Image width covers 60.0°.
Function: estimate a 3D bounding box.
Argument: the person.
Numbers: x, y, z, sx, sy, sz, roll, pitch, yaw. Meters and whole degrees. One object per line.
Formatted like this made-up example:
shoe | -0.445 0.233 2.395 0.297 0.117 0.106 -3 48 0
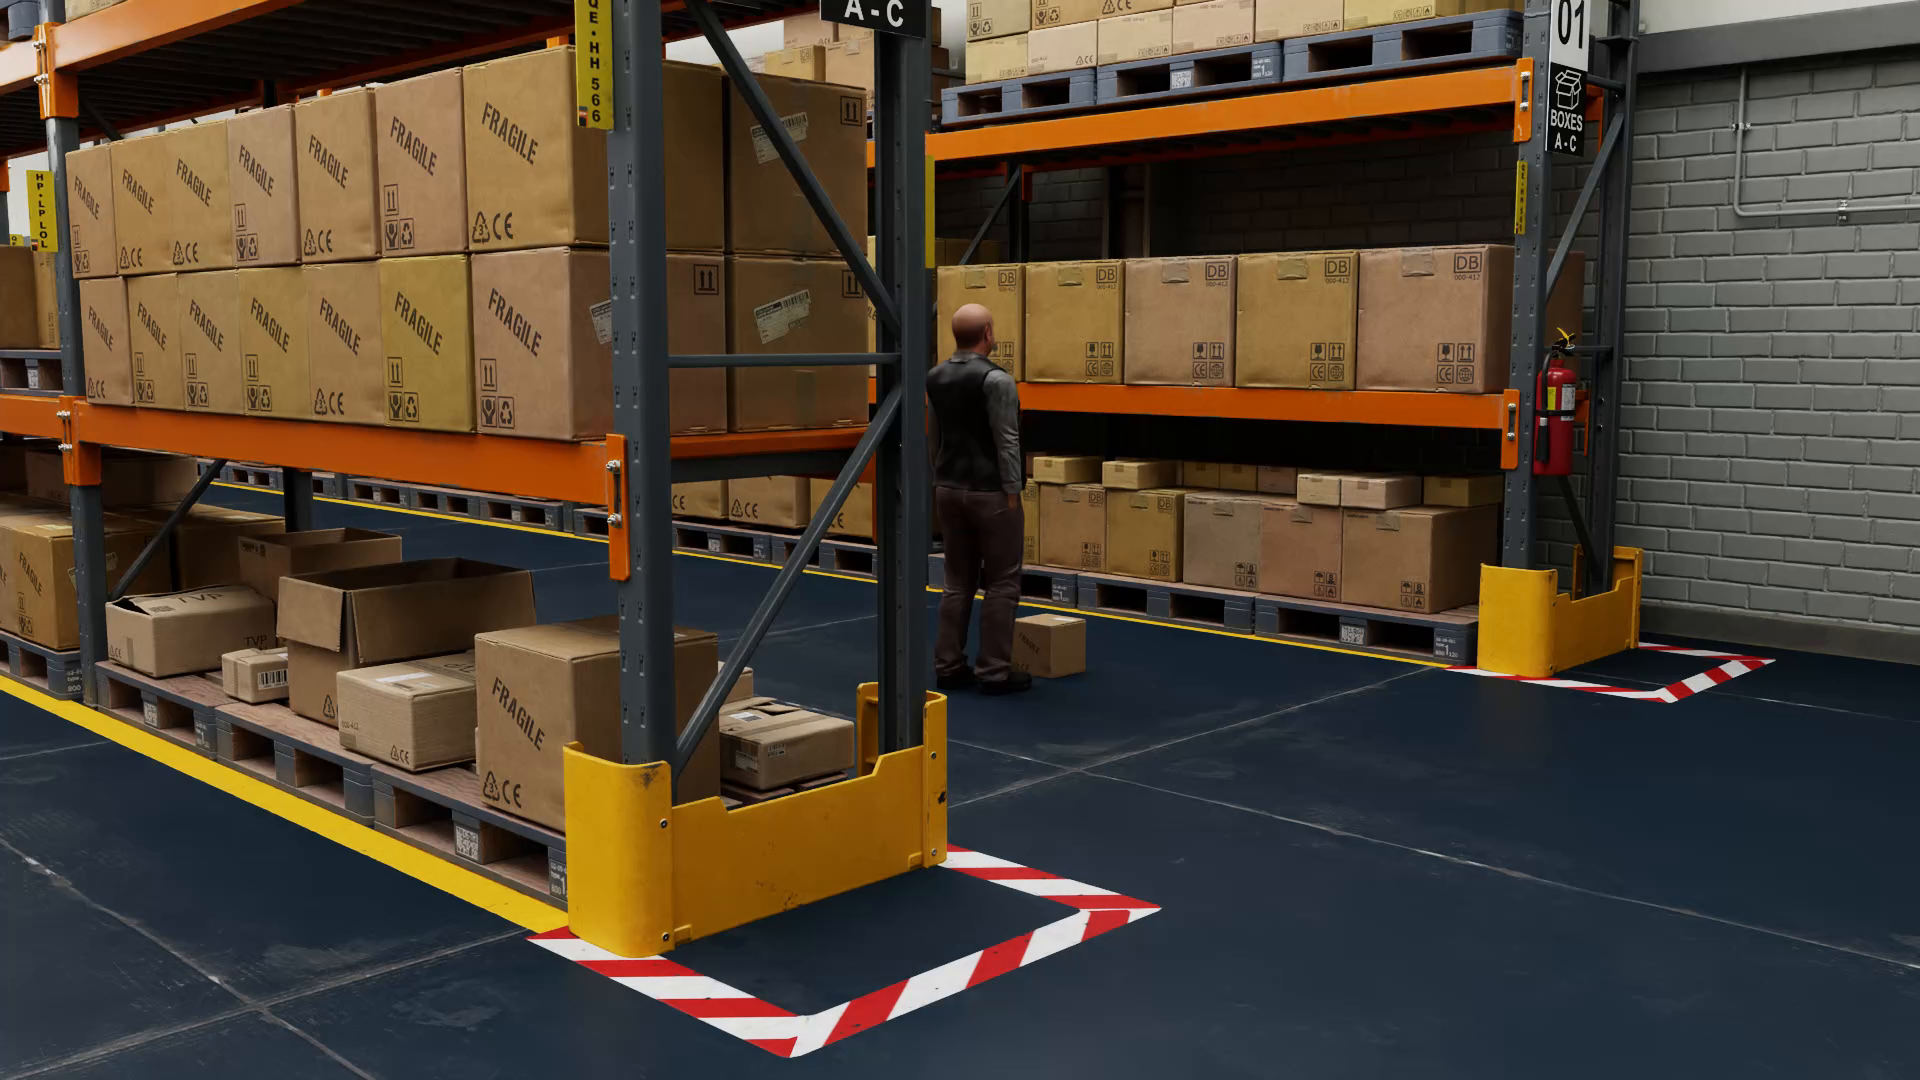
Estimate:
person | 0.080 -0.188 7.418 0.361 1.715 0.531 -7 10 -44
